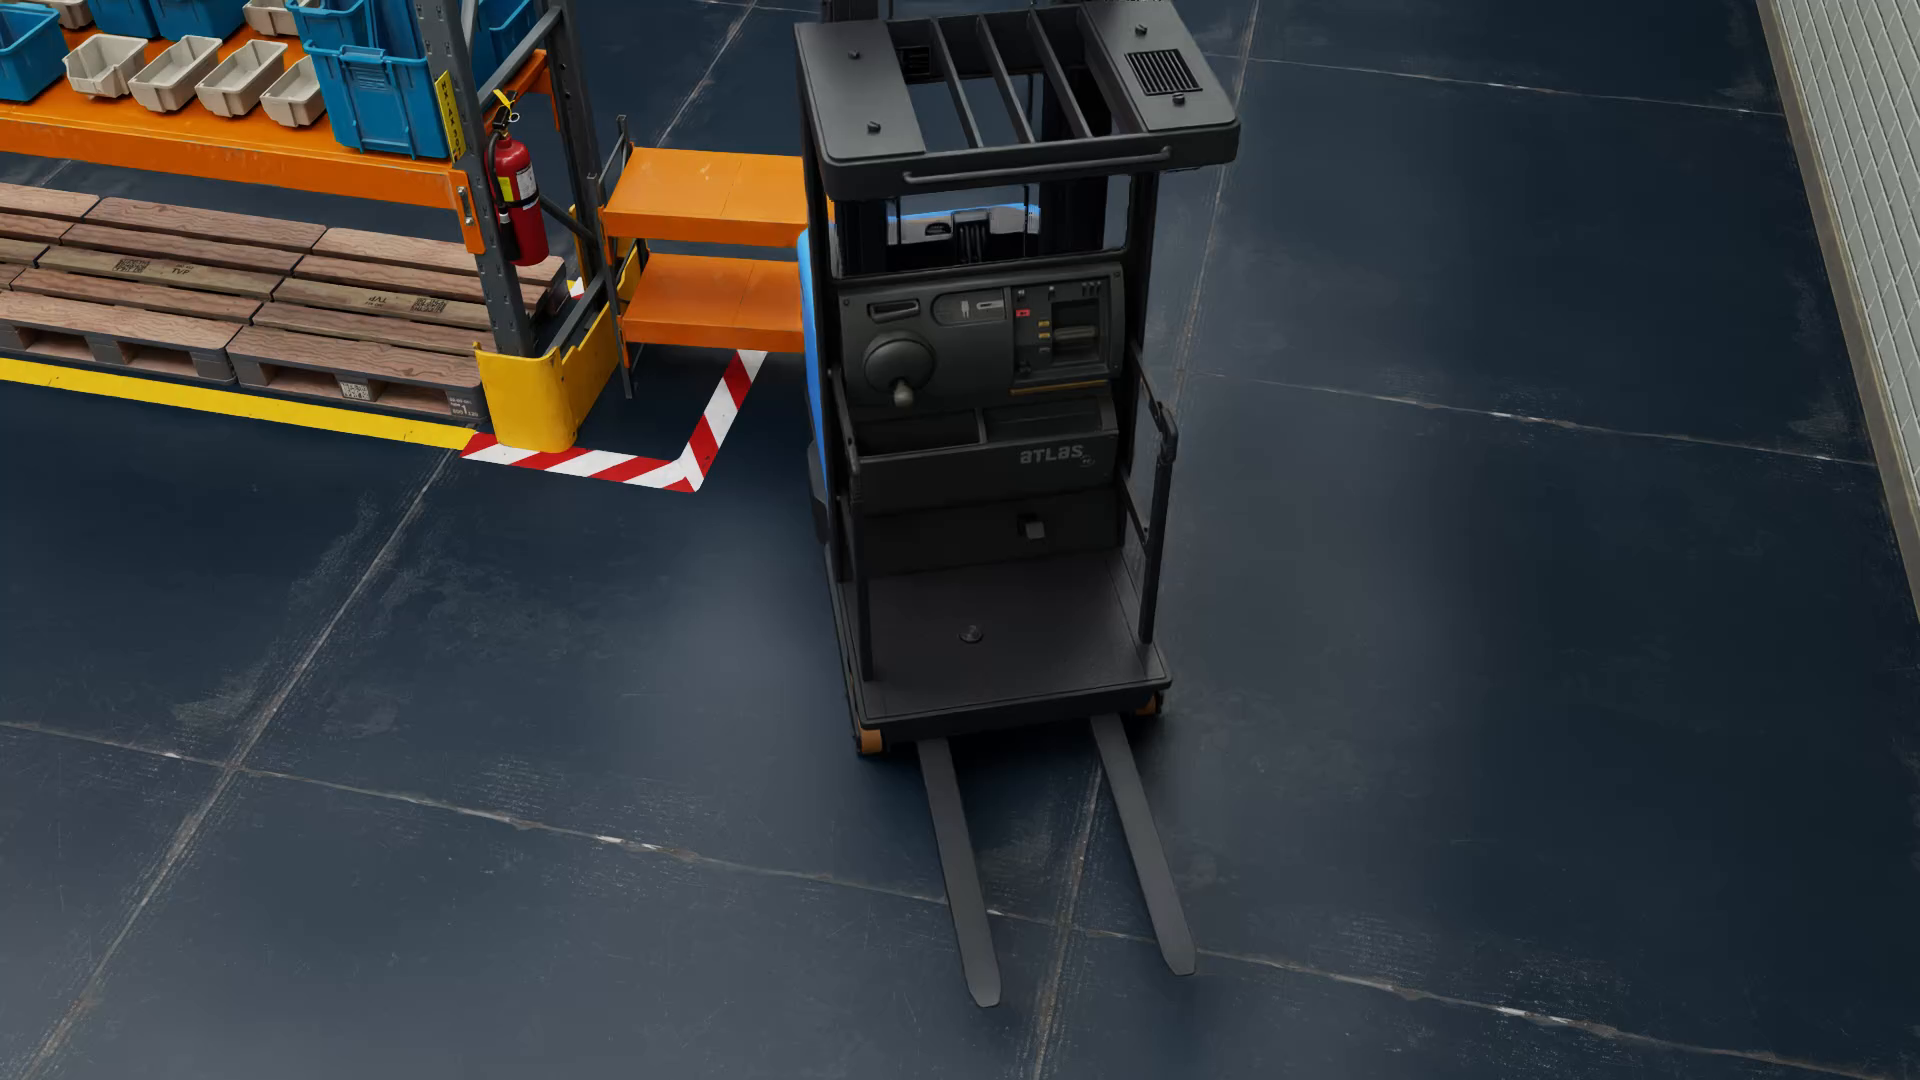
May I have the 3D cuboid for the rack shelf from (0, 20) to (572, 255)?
[{"bbox_3d":[-3.706,-1.904,7.083,4.000,0.370,1.077,9,45,9],"label":"rack shelf"}]

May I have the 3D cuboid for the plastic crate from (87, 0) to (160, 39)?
[{"bbox_3d":[-3.501,-2.326,7.081,0.300,0.233,0.416,9,45,9],"label":"plastic crate"}]

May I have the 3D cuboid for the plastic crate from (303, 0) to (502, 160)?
[{"bbox_3d":[-2.122,-1.819,6.408,0.499,0.435,0.616,9,45,9],"label":"plastic crate"}]

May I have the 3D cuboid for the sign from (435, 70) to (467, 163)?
[{"bbox_3d":[-1.858,-1.544,6.073,0.005,0.325,0.100,9,45,9],"label":"sign"}]

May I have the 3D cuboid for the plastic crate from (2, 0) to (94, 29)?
[{"bbox_3d":[-3.893,-2.332,7.157,0.466,0.136,0.293,9,45,9],"label":"plastic crate"}]

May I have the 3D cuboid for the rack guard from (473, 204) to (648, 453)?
[{"bbox_3d":[-1.728,-0.964,7.391,0.348,0.500,1.175,9,45,9],"label":"rack guard"}]

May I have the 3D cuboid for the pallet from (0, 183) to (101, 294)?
[{"bbox_3d":[-4.932,-1.376,8.027,1.213,0.211,1.003,9,45,9],"label":"pallet"}]

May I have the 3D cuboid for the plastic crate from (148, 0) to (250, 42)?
[{"bbox_3d":[-3.208,-2.281,7.034,0.300,0.233,0.416,9,45,9],"label":"plastic crate"}]

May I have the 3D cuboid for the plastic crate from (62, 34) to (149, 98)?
[{"bbox_3d":[-3.439,-1.899,6.707,0.250,0.136,0.298,9,45,9],"label":"plastic crate"}]

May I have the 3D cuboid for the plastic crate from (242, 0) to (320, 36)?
[{"bbox_3d":[-2.880,-2.254,7.076,0.298,0.136,0.250,9,45,9],"label":"plastic crate"}]

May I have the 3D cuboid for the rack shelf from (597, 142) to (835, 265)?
[{"bbox_3d":[-0.939,-1.379,6.949,1.000,0.278,0.538,4,44,5],"label":"rack shelf"}]

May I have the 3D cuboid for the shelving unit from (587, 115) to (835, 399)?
[{"bbox_3d":[-0.939,-1.168,7.152,1.048,1.125,0.538,4,44,5],"label":"shelving unit"}]

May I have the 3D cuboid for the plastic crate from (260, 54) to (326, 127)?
[{"bbox_3d":[-2.590,-1.787,6.591,0.243,0.136,0.396,9,45,9],"label":"plastic crate"}]

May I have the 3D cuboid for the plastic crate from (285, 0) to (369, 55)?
[{"bbox_3d":[-2.566,-2.181,6.930,0.300,0.233,0.416,9,45,9],"label":"plastic crate"}]

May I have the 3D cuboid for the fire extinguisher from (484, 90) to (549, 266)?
[{"bbox_3d":[-1.706,-1.367,6.332,0.183,0.674,0.296,9,45,9],"label":"fire extinguisher"}]

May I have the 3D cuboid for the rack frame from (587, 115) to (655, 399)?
[{"bbox_3d":[-1.445,-1.207,7.193,0.032,1.125,0.500,4,44,5],"label":"rack frame"}]

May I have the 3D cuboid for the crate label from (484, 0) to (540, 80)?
[{"bbox_3d":[-1.923,-2.081,6.827,0.303,0.233,0.416,9,45,9],"label":"crate label"}]

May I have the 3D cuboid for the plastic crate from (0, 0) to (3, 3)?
[{"bbox_3d":[-4.208,-2.089,6.799,0.530,0.282,0.437,9,45,9],"label":"plastic crate"}]

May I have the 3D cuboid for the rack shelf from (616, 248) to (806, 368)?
[{"bbox_3d":[-0.939,-0.992,7.322,1.000,0.278,0.538,4,44,5],"label":"rack shelf"}]

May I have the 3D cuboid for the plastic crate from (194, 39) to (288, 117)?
[{"bbox_3d":[-2.869,-1.841,6.647,0.243,0.136,0.396,9,45,9],"label":"plastic crate"}]

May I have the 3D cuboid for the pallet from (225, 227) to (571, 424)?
[{"bbox_3d":[-2.550,-1.006,7.643,1.213,0.211,1.003,9,45,9],"label":"pallet"}]

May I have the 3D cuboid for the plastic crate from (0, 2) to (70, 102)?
[{"bbox_3d":[-3.814,-1.959,6.699,0.300,0.233,0.416,9,45,9],"label":"plastic crate"}]

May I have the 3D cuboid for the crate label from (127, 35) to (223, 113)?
[{"bbox_3d":[-3.146,-1.867,6.673,0.243,0.136,0.396,9,45,9],"label":"crate label"}]

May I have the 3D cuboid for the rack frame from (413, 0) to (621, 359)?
[{"bbox_3d":[-1.754,-1.860,6.519,0.127,3.000,1.000,9,45,9],"label":"rack frame"}]

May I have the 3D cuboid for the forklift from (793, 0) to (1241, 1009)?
[{"bbox_3d":[0.118,-0.569,5.228,1.130,2.935,3.031,-7,44,-7],"label":"forklift"}]

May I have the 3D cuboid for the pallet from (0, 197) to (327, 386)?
[{"bbox_3d":[-3.737,-1.193,7.837,1.213,0.211,1.003,9,45,9],"label":"pallet"}]
